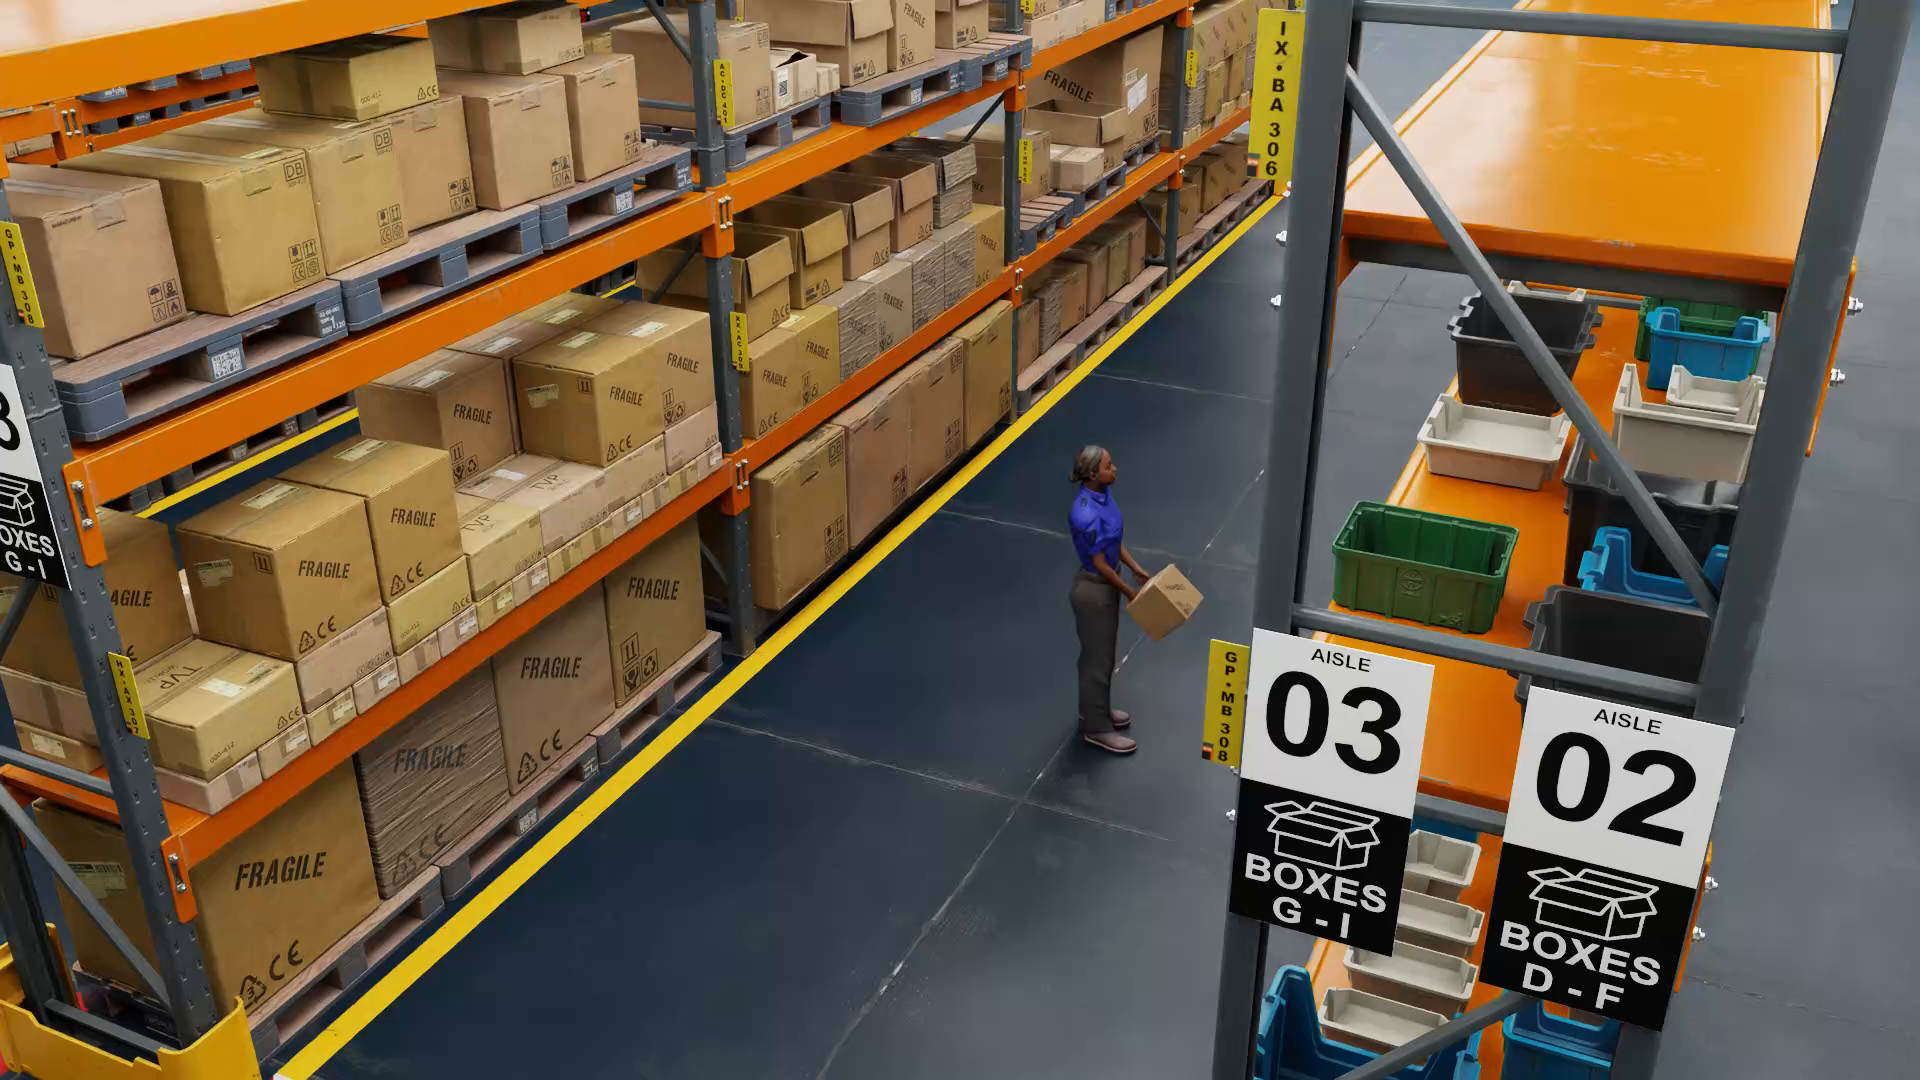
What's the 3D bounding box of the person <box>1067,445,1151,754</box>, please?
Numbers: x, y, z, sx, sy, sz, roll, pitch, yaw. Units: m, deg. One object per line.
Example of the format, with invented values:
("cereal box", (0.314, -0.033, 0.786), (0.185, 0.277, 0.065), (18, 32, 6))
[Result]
("person", (0.780, 0.289, 8.830), (0.463, 1.659, 0.518), (5, 27, 10))
